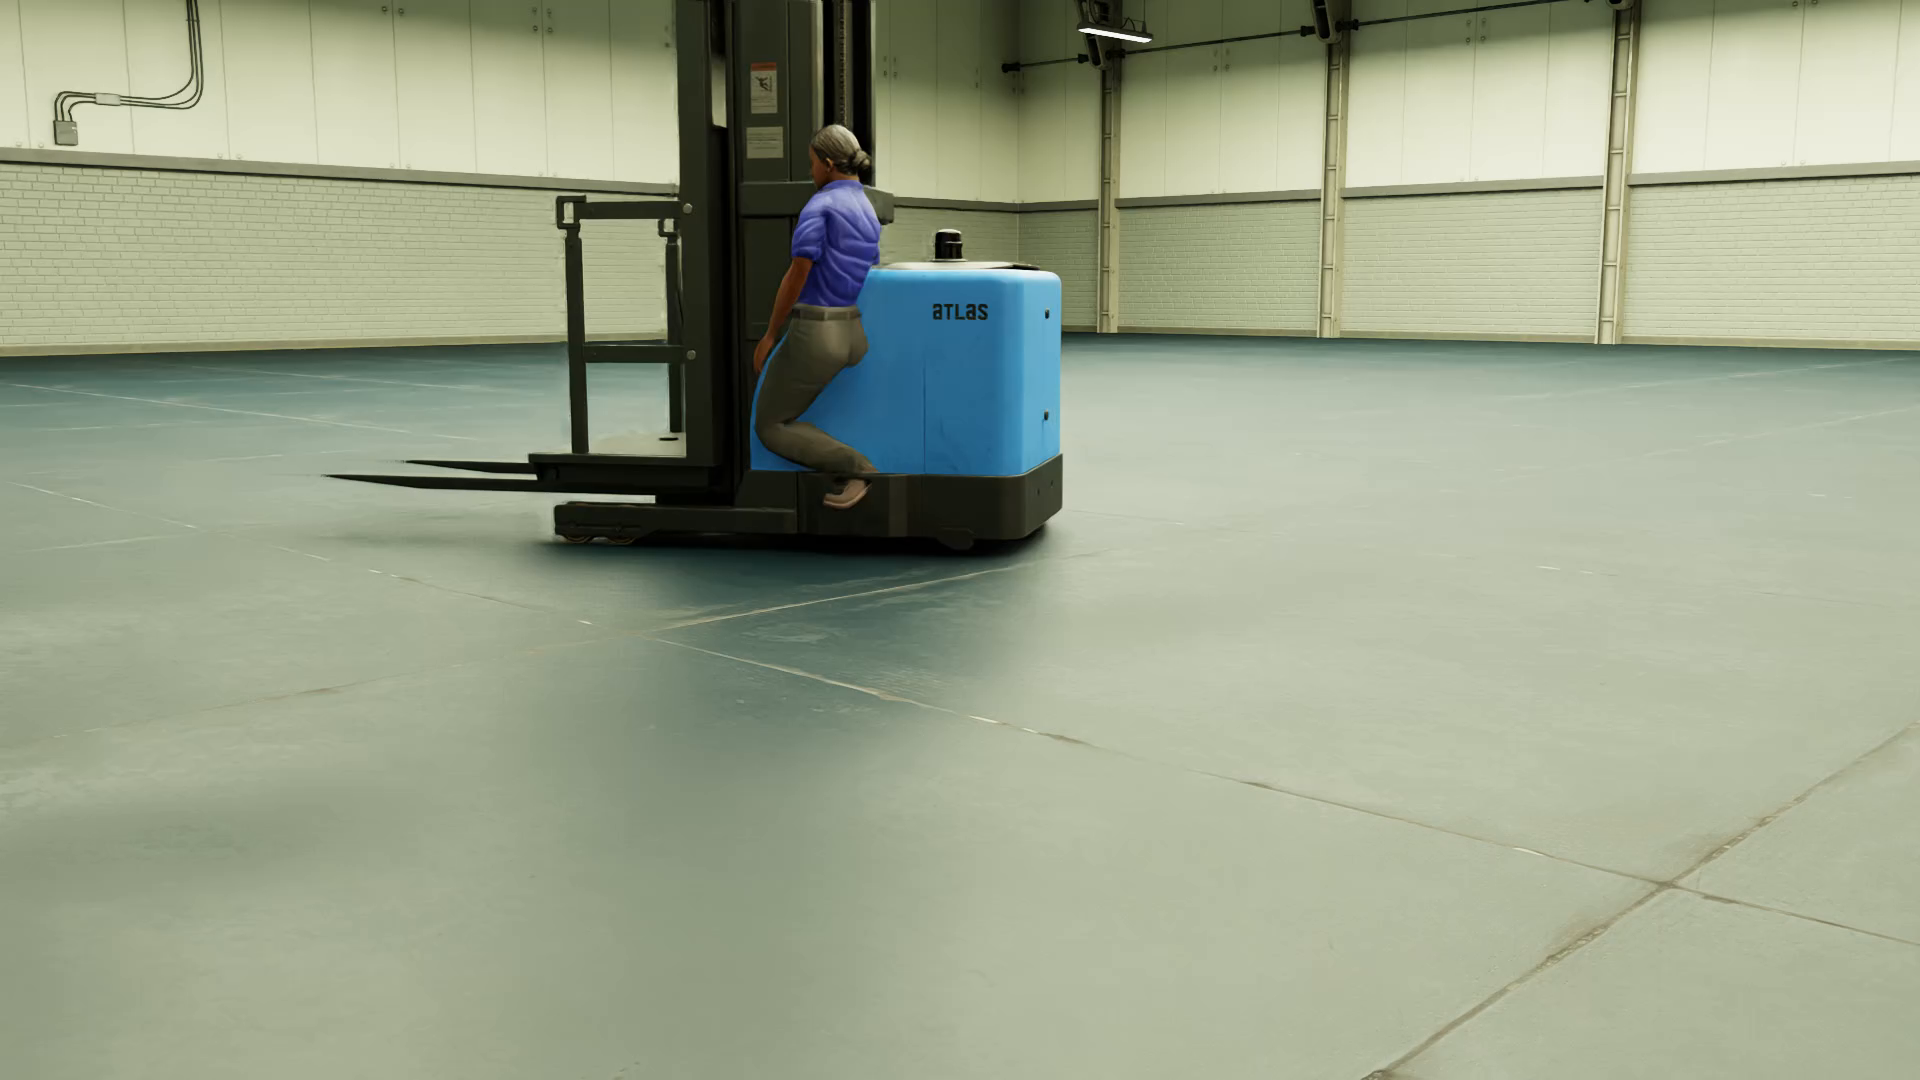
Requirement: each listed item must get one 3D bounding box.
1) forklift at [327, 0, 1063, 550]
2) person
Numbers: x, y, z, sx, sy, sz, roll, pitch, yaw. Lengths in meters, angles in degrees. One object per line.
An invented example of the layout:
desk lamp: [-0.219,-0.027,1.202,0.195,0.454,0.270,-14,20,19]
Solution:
forklift: [-1.134,-1.501,6.839,3.031,2.935,1.130,2,9,13]
person: [-0.586,-0.834,6.396,0.676,1.463,0.711,6,10,35]
